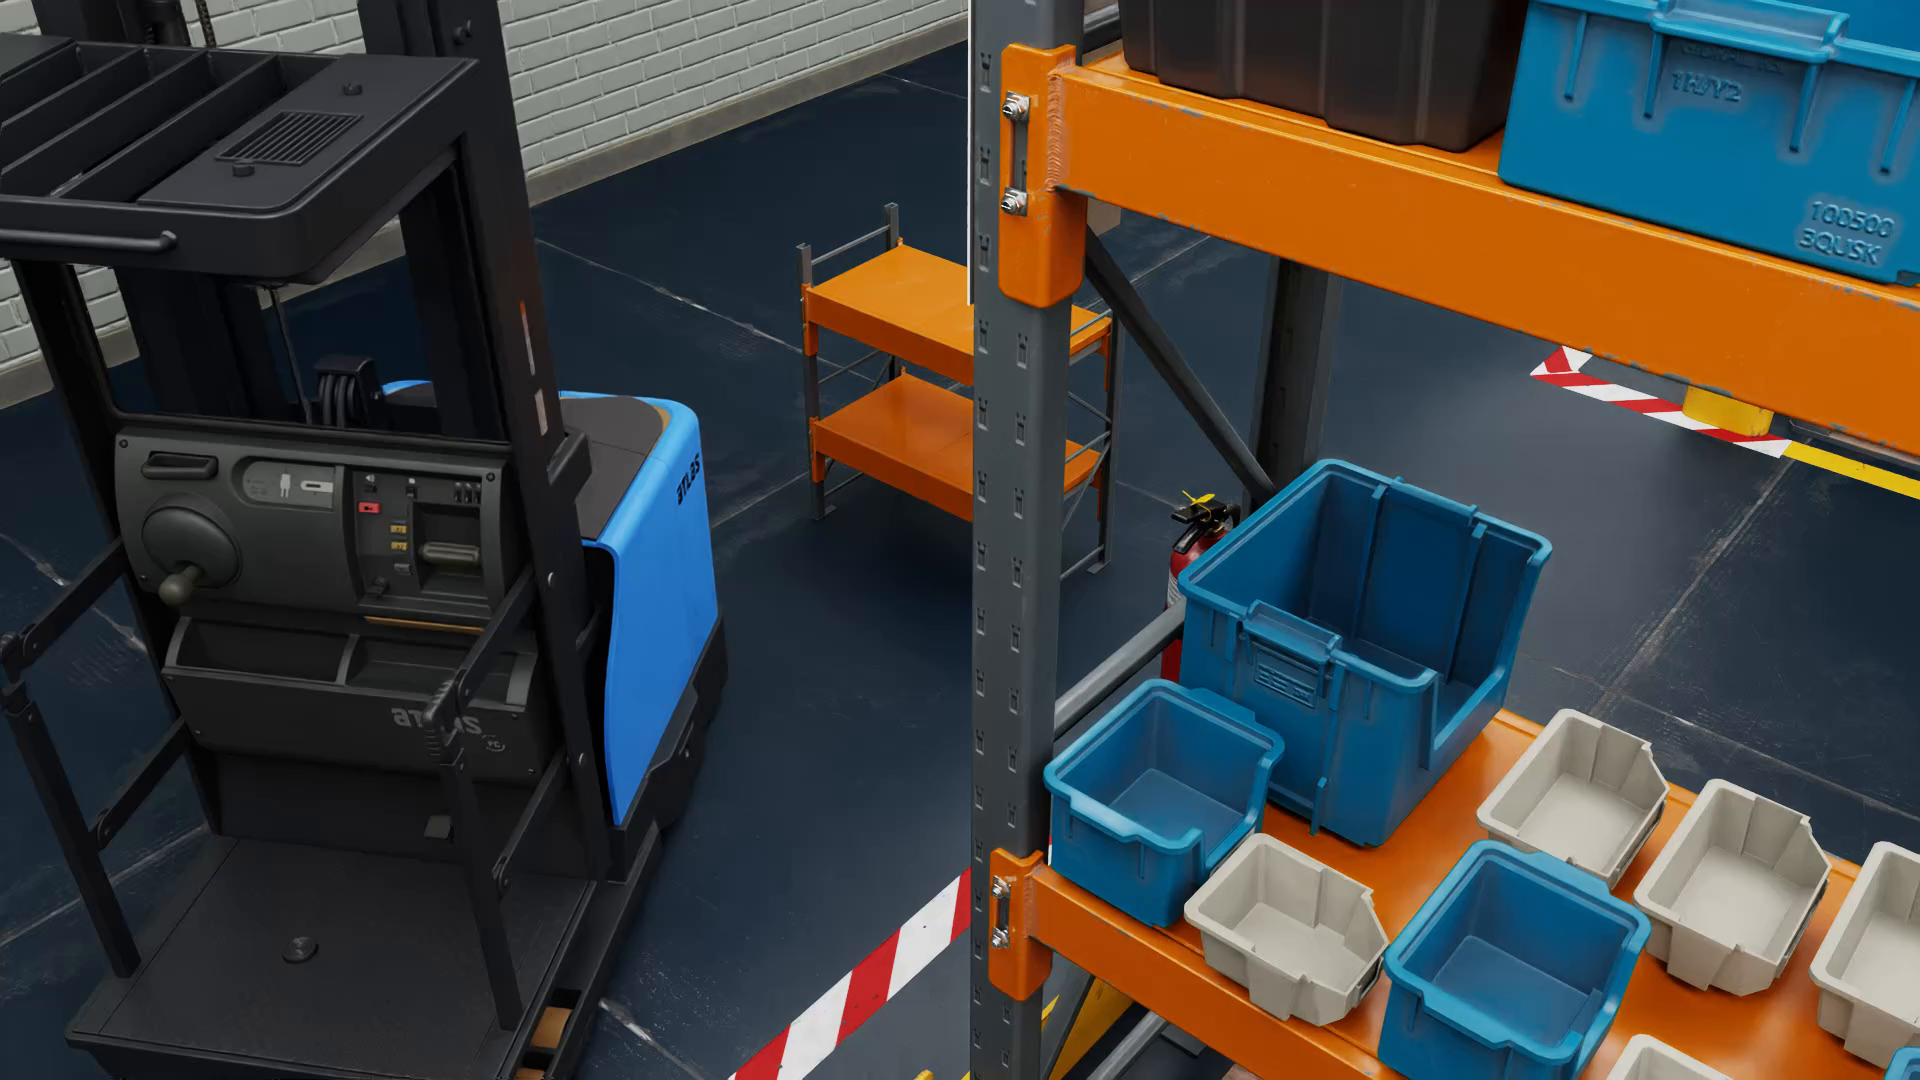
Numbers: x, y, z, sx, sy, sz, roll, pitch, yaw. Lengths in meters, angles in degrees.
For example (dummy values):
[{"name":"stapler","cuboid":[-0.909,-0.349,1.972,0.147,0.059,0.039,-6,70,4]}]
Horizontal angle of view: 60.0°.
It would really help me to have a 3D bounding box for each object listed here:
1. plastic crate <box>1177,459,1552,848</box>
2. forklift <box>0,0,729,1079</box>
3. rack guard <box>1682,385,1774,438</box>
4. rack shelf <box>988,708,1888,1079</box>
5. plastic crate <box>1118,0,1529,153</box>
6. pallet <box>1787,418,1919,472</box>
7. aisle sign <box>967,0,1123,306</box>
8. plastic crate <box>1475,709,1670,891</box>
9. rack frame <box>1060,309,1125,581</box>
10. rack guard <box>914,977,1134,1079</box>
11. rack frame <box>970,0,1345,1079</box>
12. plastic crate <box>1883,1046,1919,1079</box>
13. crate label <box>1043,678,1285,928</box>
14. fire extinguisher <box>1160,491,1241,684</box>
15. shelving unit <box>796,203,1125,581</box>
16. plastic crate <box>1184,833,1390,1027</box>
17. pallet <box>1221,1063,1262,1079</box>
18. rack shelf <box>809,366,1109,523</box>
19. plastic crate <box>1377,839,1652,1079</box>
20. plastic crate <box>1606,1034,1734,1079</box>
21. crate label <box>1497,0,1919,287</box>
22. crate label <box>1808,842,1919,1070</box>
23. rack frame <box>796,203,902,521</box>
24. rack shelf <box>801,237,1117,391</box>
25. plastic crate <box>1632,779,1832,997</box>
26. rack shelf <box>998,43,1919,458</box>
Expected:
[{"name":"plastic crate","cuboid":[0.761,0.204,3.219,0.499,0.435,0.616,25,42,32]},{"name":"forklift","cuboid":[-1.509,0.039,3.603,1.130,2.935,3.031,5,35,8]},{"name":"rack guard","cuboid":[3.535,-0.930,7.162,0.348,0.500,1.175,25,42,32]},{"name":"rack shelf","cuboid":[1.921,1.224,2.453,4.000,0.370,1.077,25,42,32]},{"name":"plastic crate","cuboid":[0.502,-0.719,2.113,0.590,0.269,0.497,25,42,32]},{"name":"pallet","cuboid":[4.218,-0.547,6.859,1.213,0.211,1.003,25,42,32]},{"name":"aisle sign","cuboid":[0.139,-0.765,2.418,0.004,0.787,0.394,25,42,32]},{"name":"plastic crate","cuboid":[1.127,0.504,3.047,0.243,0.136,0.396,25,42,32]},{"name":"rack frame","cuboid":[0.385,-0.282,5.667,0.032,1.125,0.500,25,42,32]},{"name":"rack guard","cuboid":[0.357,1.231,4.016,0.348,0.500,1.175,25,42,32]},{"name":"rack frame","cuboid":[0.384,0.203,3.304,0.127,3.000,1.000,25,42,32]},{"name":"plastic crate","cuboid":[1.375,0.957,2.302,0.300,0.233,0.416,25,42,32]},{"name":"crate label","cuboid":[0.363,0.480,2.996,0.303,0.233,0.416,25,42,32]},{"name":"fire extinguisher","cuboid":[0.559,0.137,3.799,0.183,0.674,0.296,25,42,32]},{"name":"shelving unit","cuboid":[-0.005,-0.466,5.935,1.048,1.125,0.538,25,42,32]},{"name":"plastic crate","cuboid":[0.557,0.672,2.802,0.298,0.136,0.250,25,42,32]},{"name":"pallet","cuboid":[0.993,1.668,3.634,1.213,0.211,1.003,25,42,32]},{"name":"rack shelf","cuboid":[-0.005,-0.265,6.074,1.000,0.278,0.538,25,42,32]},{"name":"plastic crate","cuboid":[0.869,0.719,2.649,0.300,0.233,0.416,25,42,32]},{"name":"plastic crate","cuboid":[1.078,0.918,2.444,0.298,0.136,0.250,25,42,32]},{"name":"crate label","cuboid":[0.886,-0.497,1.806,0.502,0.251,0.408,25,42,32]},{"name":"crate label","cuboid":[1.570,0.705,2.753,0.243,0.136,0.396,25,42,32]},{"name":"rack frame","cuboid":[-0.396,-0.650,6.203,0.032,1.125,0.500,25,42,32]},{"name":"rack shelf","cuboid":[-0.005,-0.707,5.769,1.000,0.278,0.538,25,42,32]},{"name":"plastic crate","cuboid":[1.340,0.615,2.885,0.243,0.136,0.396,25,42,32]},{"name":"rack shelf","cuboid":[1.921,-0.012,1.604,4.000,0.370,1.077,25,42,32]}]
